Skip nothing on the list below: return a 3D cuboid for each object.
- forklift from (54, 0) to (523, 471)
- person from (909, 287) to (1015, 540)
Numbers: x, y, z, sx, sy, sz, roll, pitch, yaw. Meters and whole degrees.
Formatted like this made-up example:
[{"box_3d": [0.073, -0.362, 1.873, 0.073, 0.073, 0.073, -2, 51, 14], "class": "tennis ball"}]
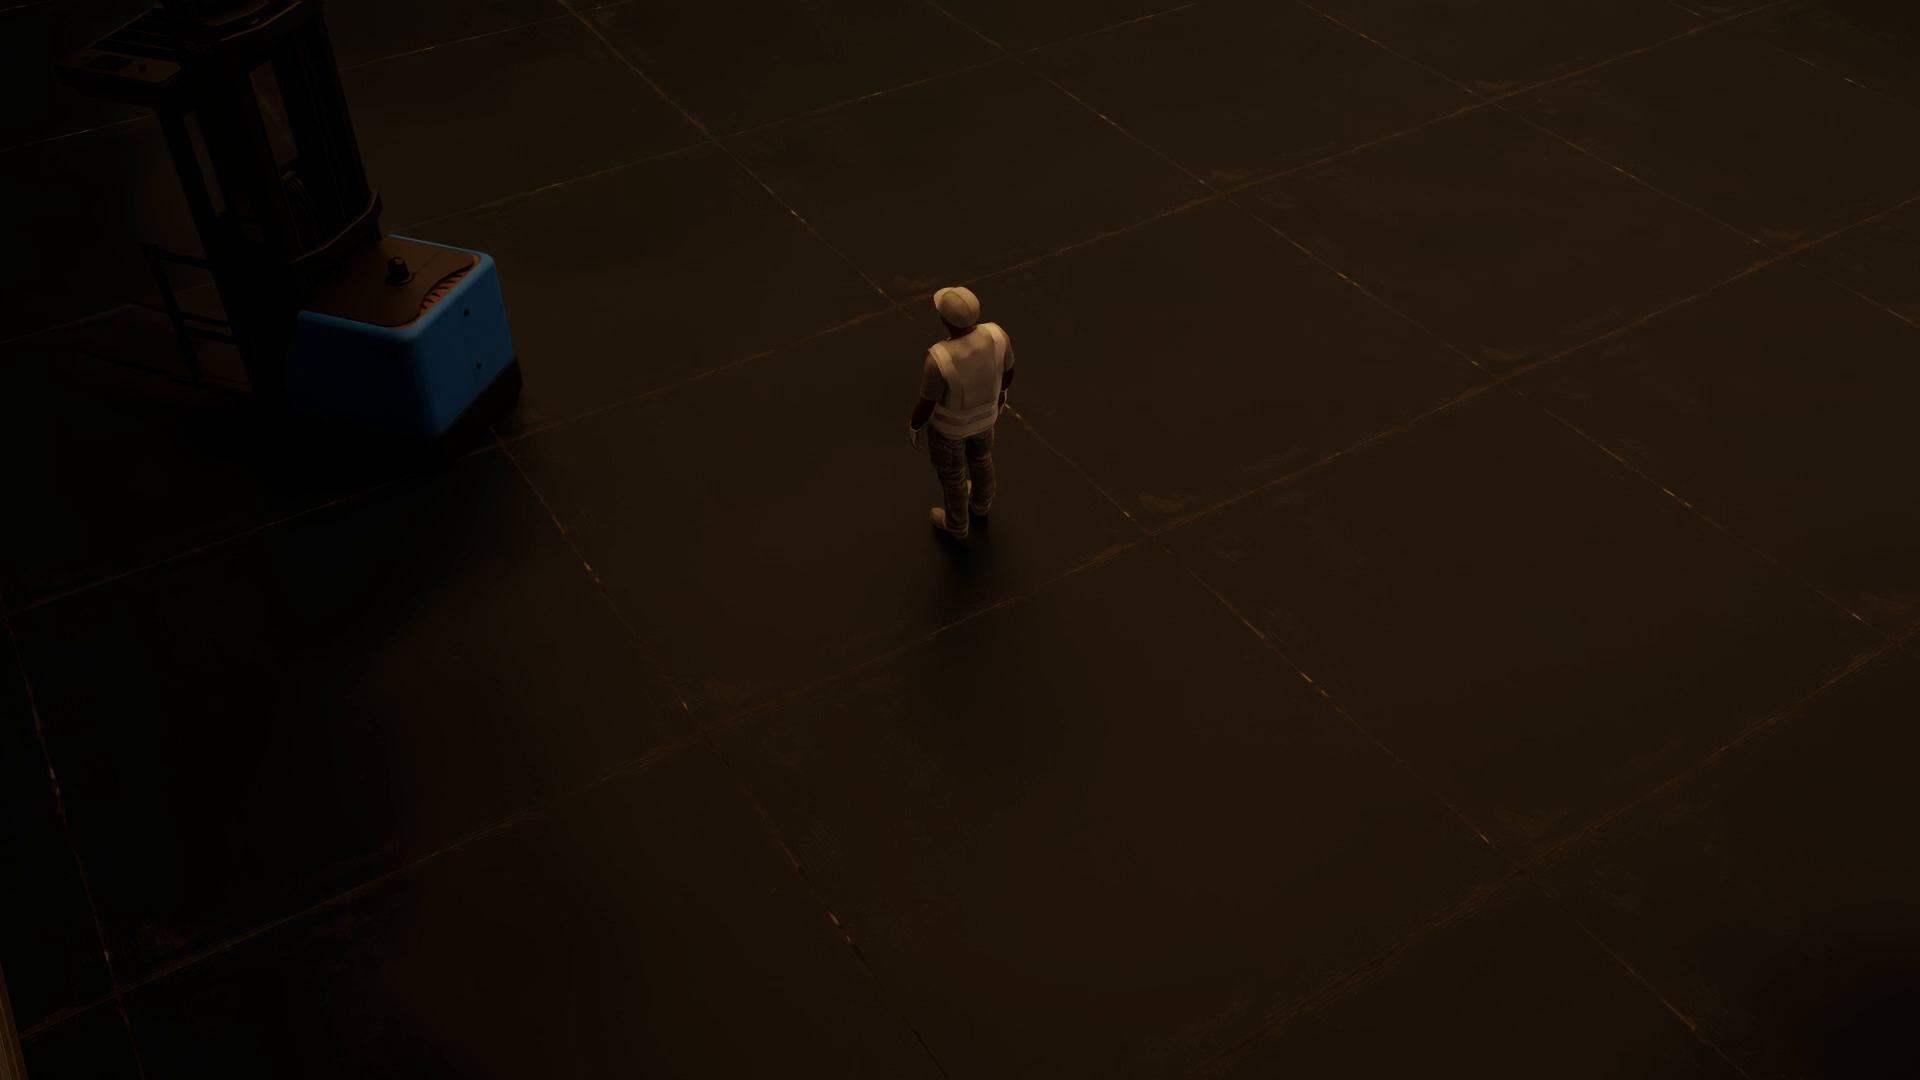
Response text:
[{"box_3d": [-4.511, -2.130, 10.308, 3.031, 2.935, 1.130, 13, 43, 14], "class": "forklift"}, {"box_3d": [-0.031, -0.750, 9.529, 0.656, 1.781, 0.577, -23, 46, -24], "class": "person"}]
